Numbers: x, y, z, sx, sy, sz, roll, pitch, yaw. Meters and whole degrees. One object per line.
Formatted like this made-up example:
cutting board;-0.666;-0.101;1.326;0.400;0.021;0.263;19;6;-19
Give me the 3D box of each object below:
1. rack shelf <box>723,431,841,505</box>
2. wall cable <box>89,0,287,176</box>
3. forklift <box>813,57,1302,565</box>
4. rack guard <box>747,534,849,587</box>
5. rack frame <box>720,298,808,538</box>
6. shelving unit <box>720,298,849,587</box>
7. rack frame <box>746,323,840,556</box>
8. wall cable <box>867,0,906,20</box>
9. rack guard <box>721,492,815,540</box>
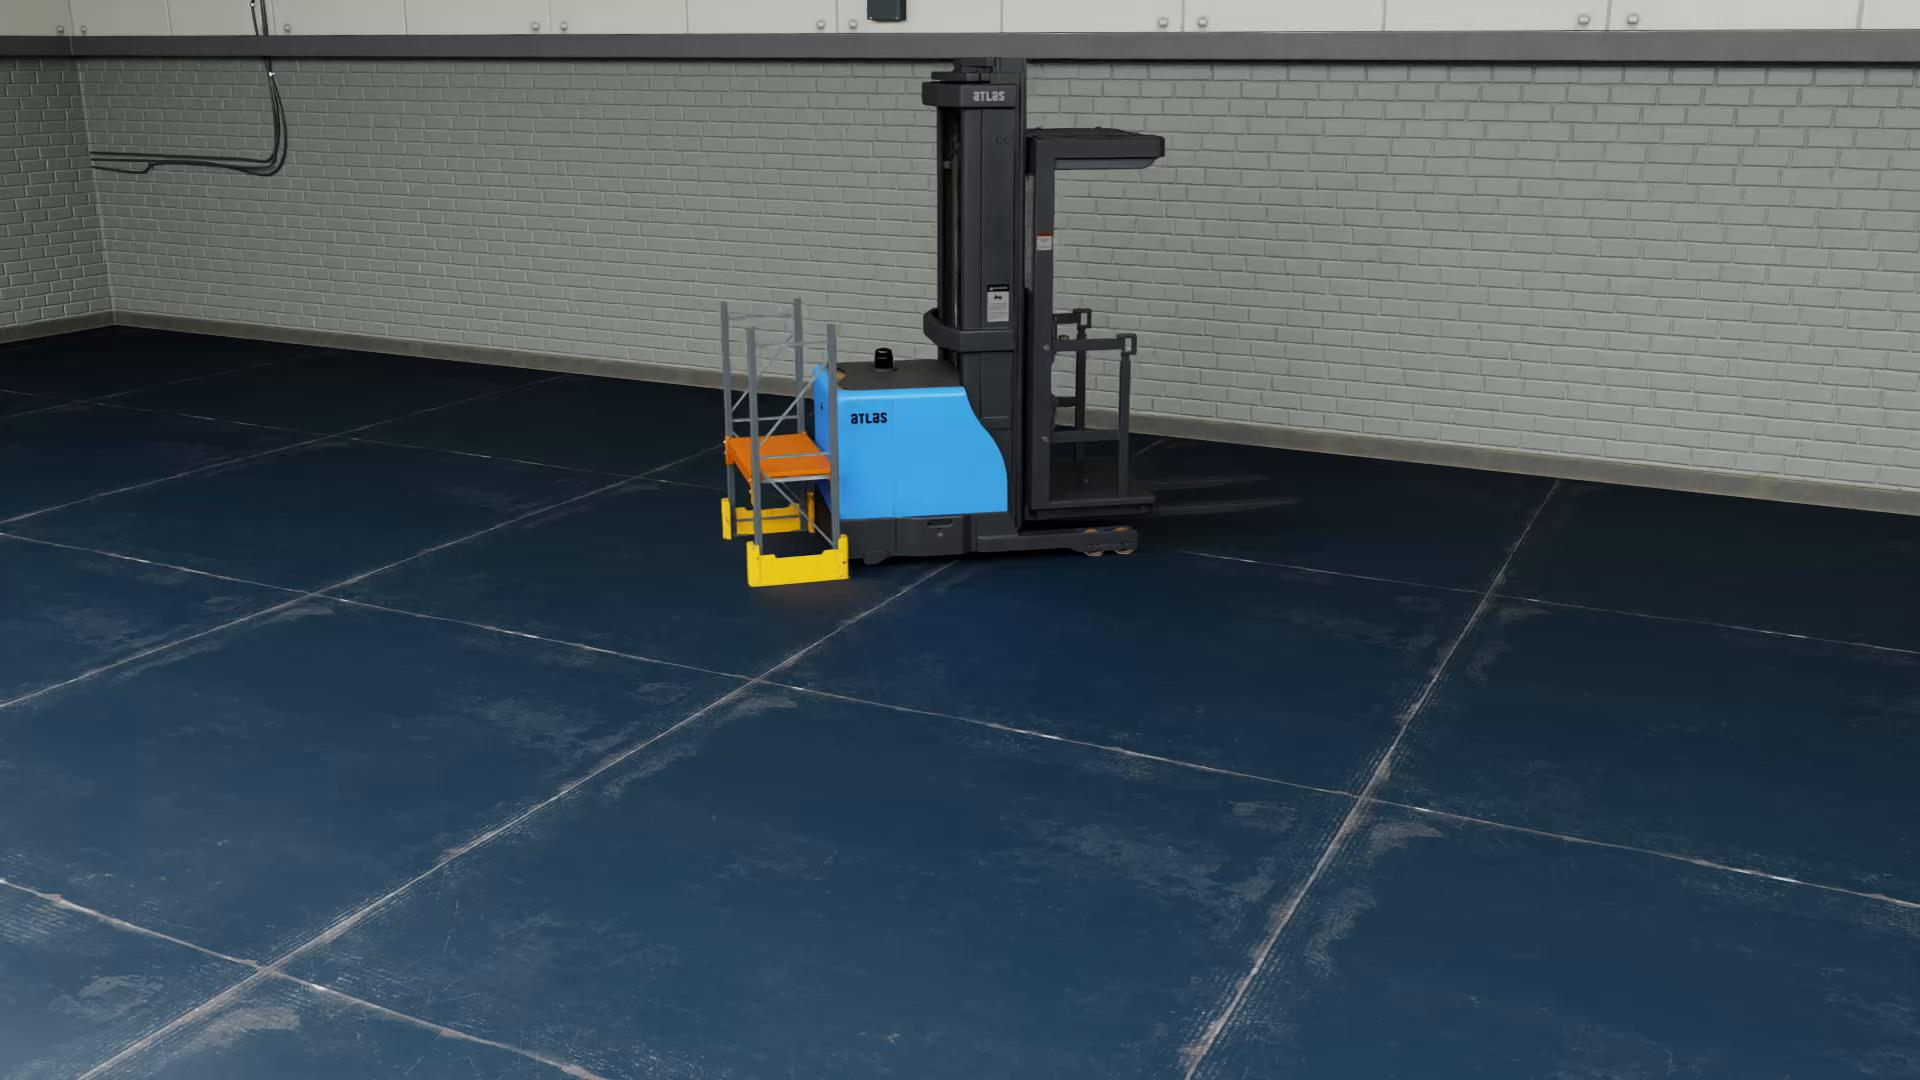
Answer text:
rack shelf;-1.084;-0.447;10.026;0.538;0.185;1.000;-5;17;-15
wall cable;-8.191;-5.048;17.171;3.097;2.526;0.112;8;18;25
forklift;0.630;-1.447;10.249;3.031;2.935;1.130;-3;17;-11
rack guard;-0.943;0.119;9.686;0.587;0.250;0.087;-5;17;-15
rack frame;-1.226;-0.758;10.443;0.500;1.500;0.032;-5;17;-15
shelving unit;-1.082;-0.617;9.967;0.587;1.500;1.083;-5;17;-15
rack frame;-0.943;-0.480;9.507;0.500;1.500;0.032;-5;17;-15
wall cable;0.295;-6.955;12.164;2.305;6.003;0.169;8;18;25
rack guard;-1.220;-0.154;10.603;0.587;0.250;0.087;-5;17;-15
